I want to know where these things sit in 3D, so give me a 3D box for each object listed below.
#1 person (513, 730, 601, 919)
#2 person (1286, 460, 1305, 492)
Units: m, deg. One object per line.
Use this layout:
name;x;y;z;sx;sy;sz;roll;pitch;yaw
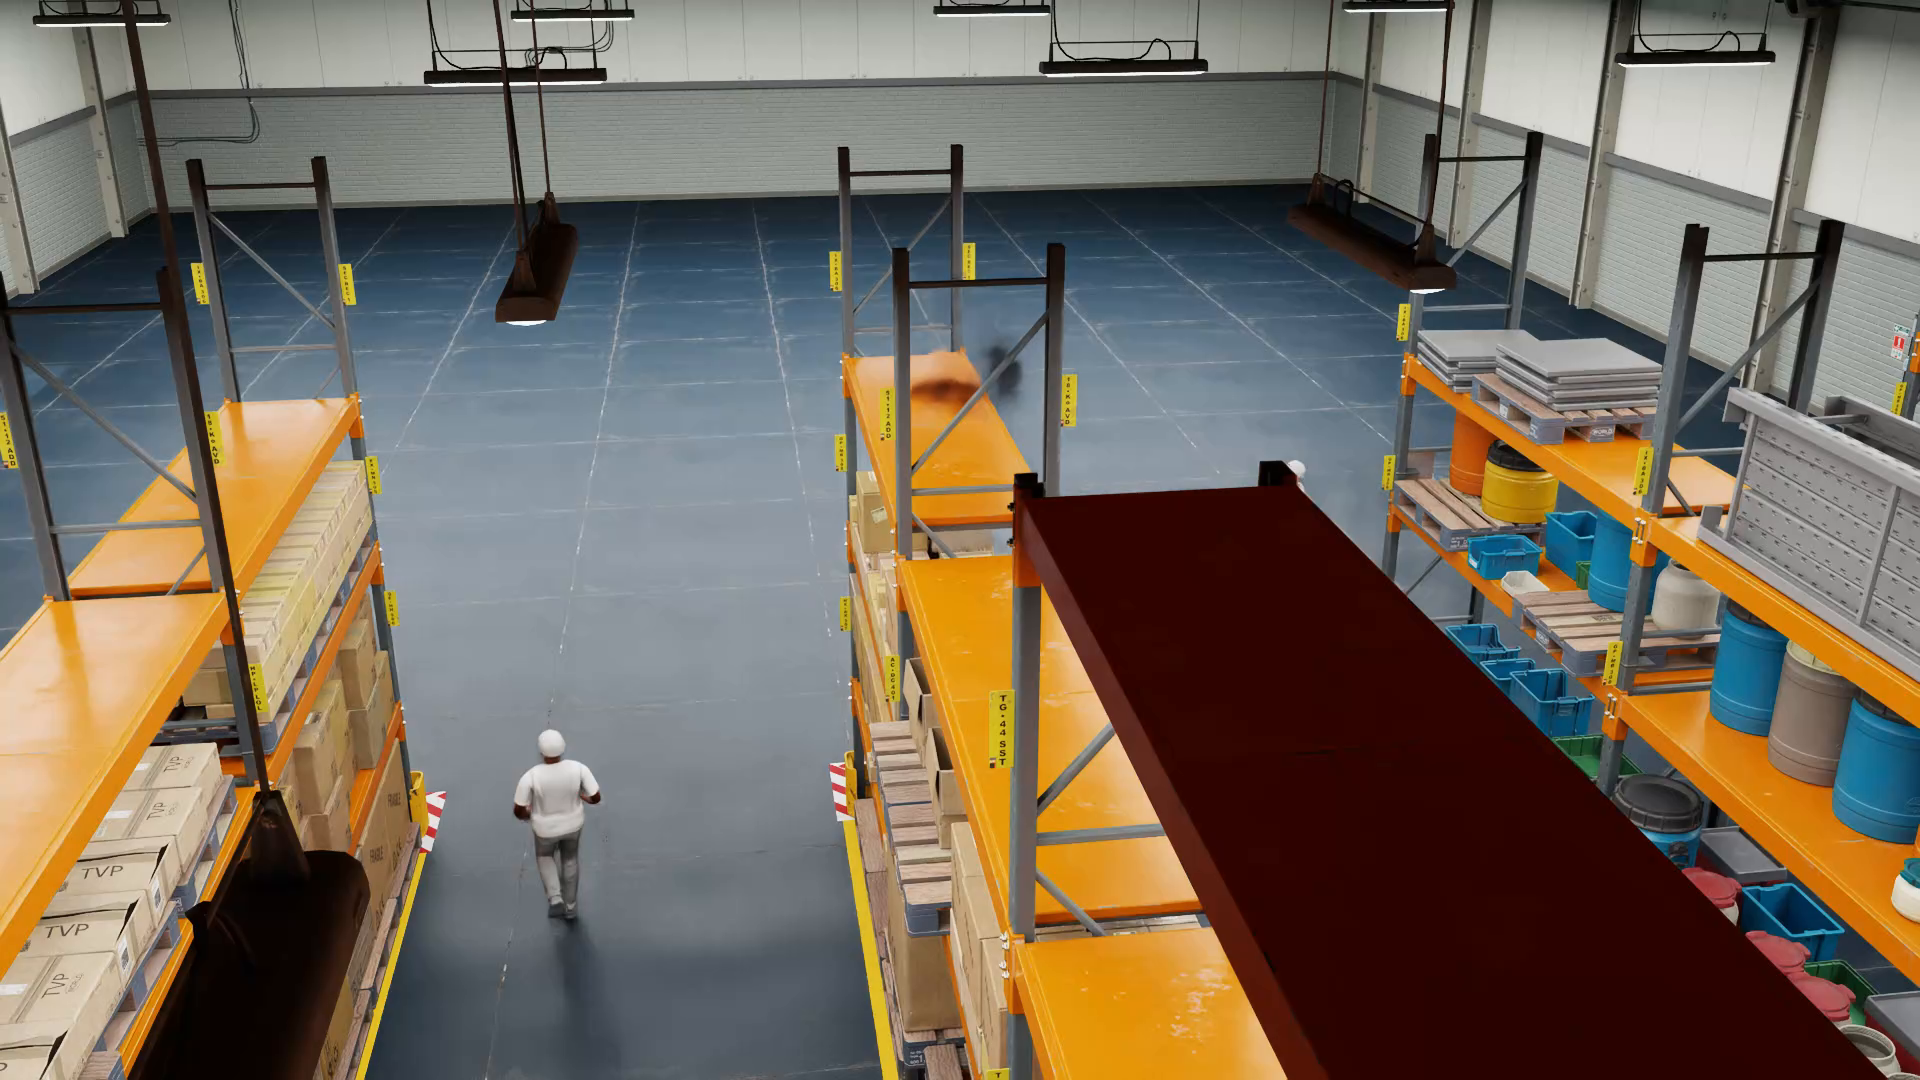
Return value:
person;-3.264;2.299;13.501;0.695;1.717;0.601;-8;23;-19
person;3.762;-0.074;19.424;0.661;1.800;0.633;7;23;17
